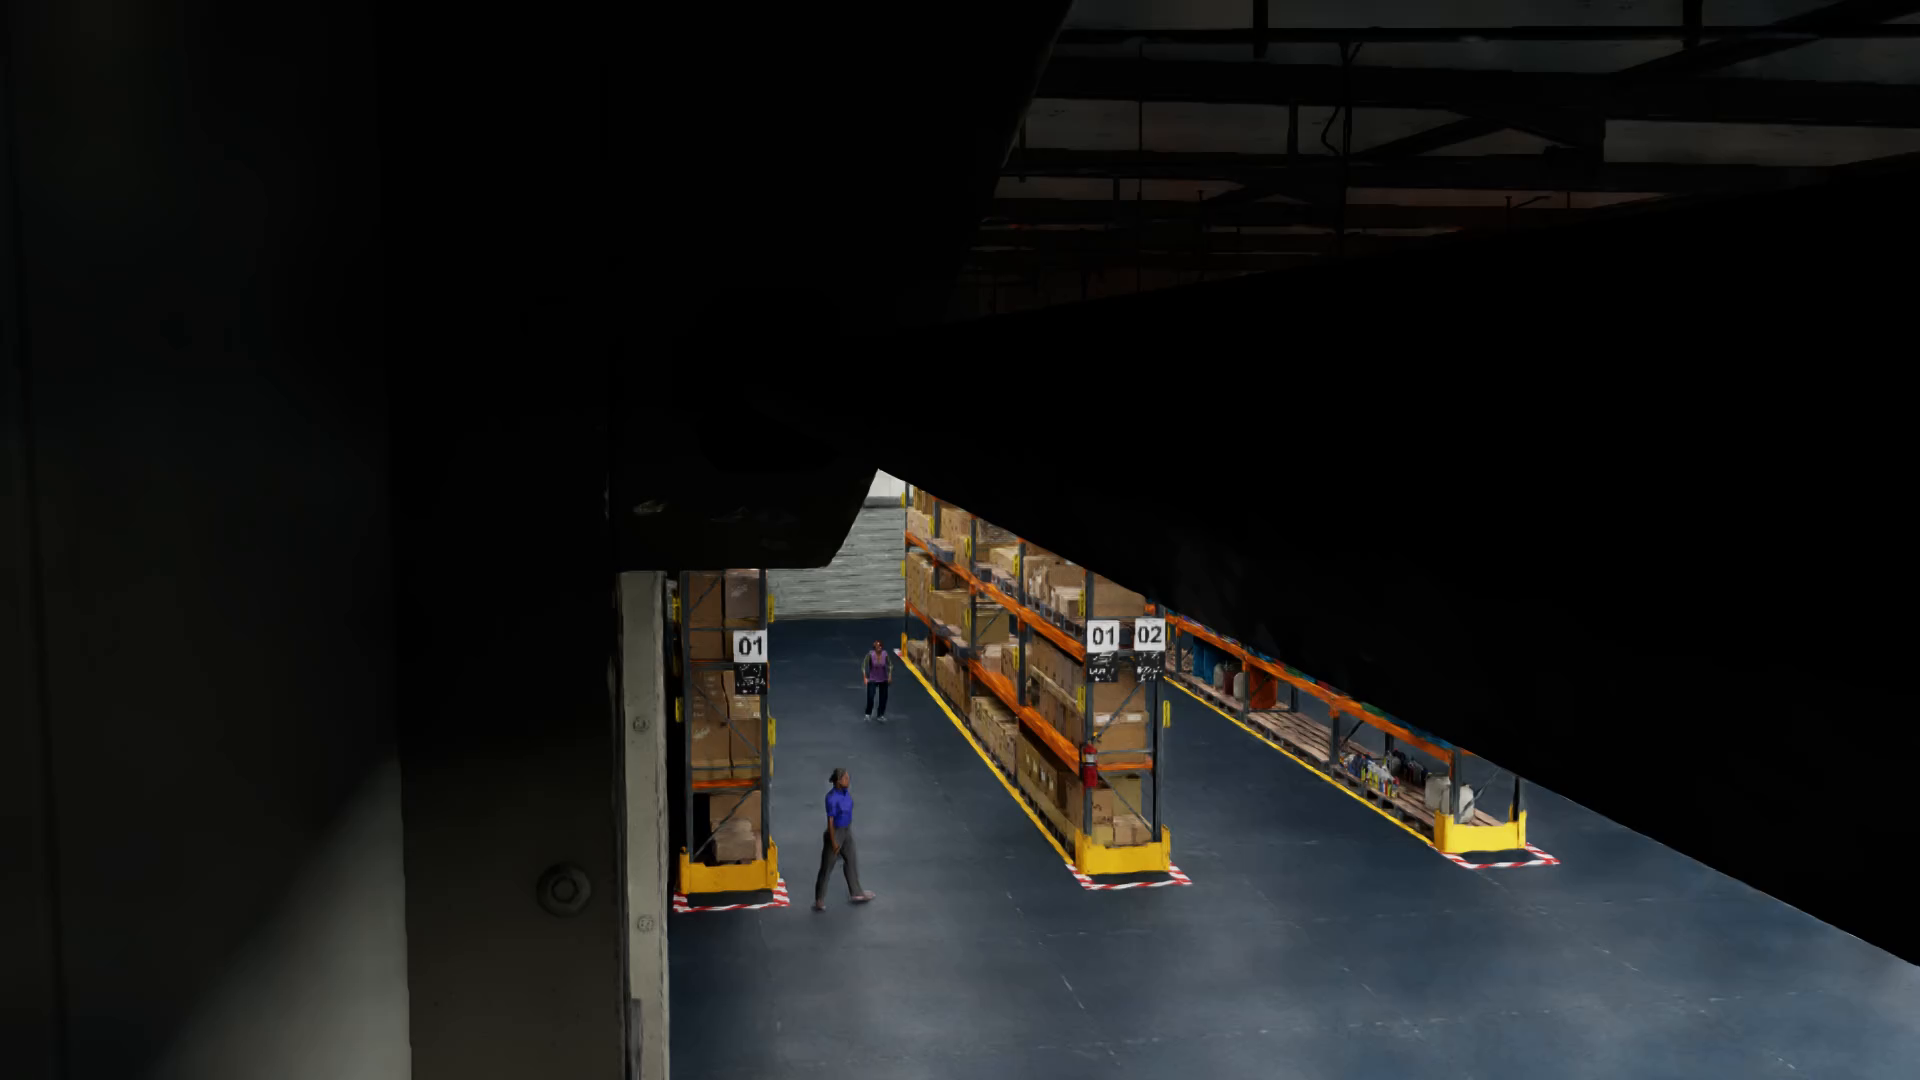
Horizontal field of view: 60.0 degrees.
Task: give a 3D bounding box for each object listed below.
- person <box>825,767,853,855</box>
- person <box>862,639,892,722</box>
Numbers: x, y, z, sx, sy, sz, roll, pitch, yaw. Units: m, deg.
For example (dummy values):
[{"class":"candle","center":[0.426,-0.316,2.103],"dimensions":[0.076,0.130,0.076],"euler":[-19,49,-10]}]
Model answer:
[{"class":"person","center":[-1.396,3.153,19.497],"dimensions":[0.282,0.994,0.483],"euler":[3,7,27]},{"class":"person","center":[-1.482,2.499,29.651],"dimensions":[0.537,1.541,0.519],"euler":[-1,6,-13]}]
